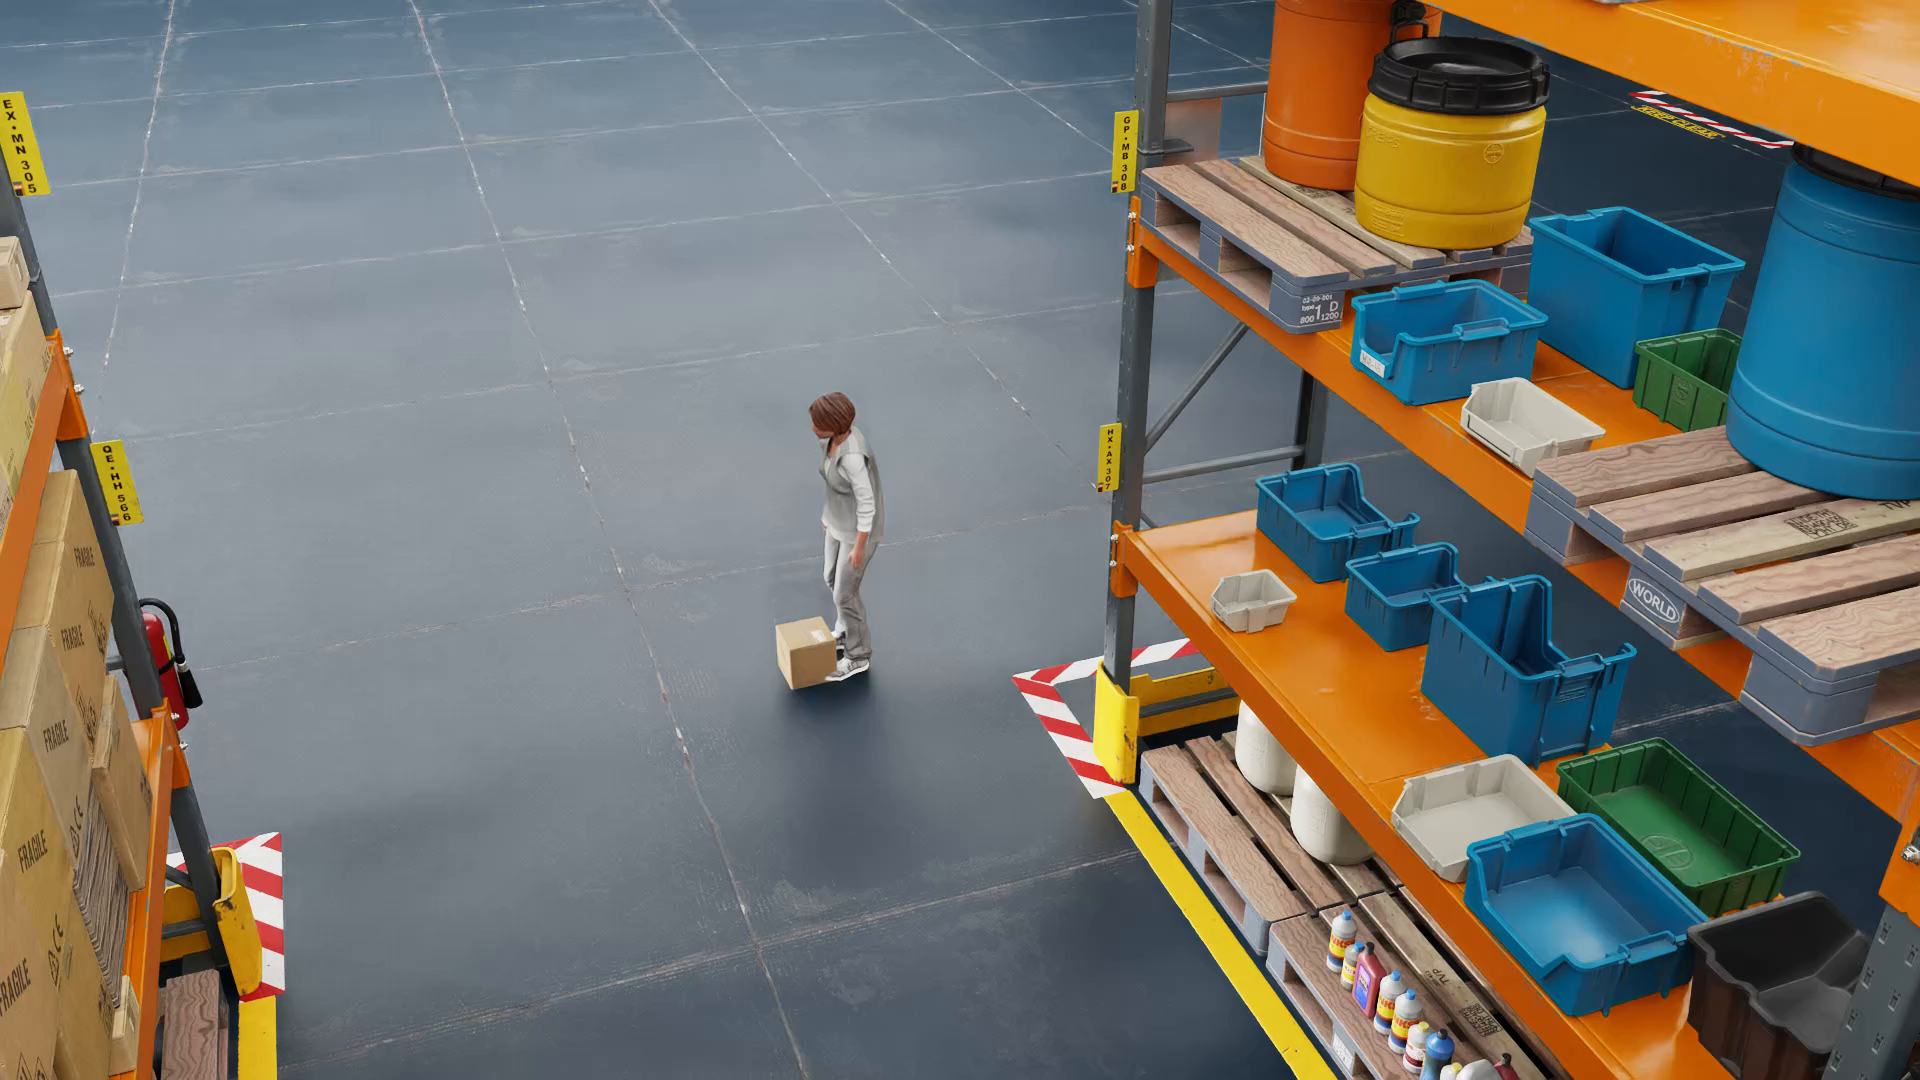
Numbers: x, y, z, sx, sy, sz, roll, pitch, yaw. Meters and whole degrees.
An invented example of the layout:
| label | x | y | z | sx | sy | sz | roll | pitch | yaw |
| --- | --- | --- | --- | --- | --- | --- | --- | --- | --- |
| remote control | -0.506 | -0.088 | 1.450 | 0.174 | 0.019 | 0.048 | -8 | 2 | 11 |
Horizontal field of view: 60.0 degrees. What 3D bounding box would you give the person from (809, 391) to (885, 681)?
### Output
| label | x | y | z | sx | sy | sz | roll | pitch | yaw |
| --- | --- | --- | --- | --- | --- | --- | --- | --- | --- |
| person | -0.584 | -0.037 | 8.407 | 0.377 | 1.592 | 0.473 | -12 | 32 | -20 |
